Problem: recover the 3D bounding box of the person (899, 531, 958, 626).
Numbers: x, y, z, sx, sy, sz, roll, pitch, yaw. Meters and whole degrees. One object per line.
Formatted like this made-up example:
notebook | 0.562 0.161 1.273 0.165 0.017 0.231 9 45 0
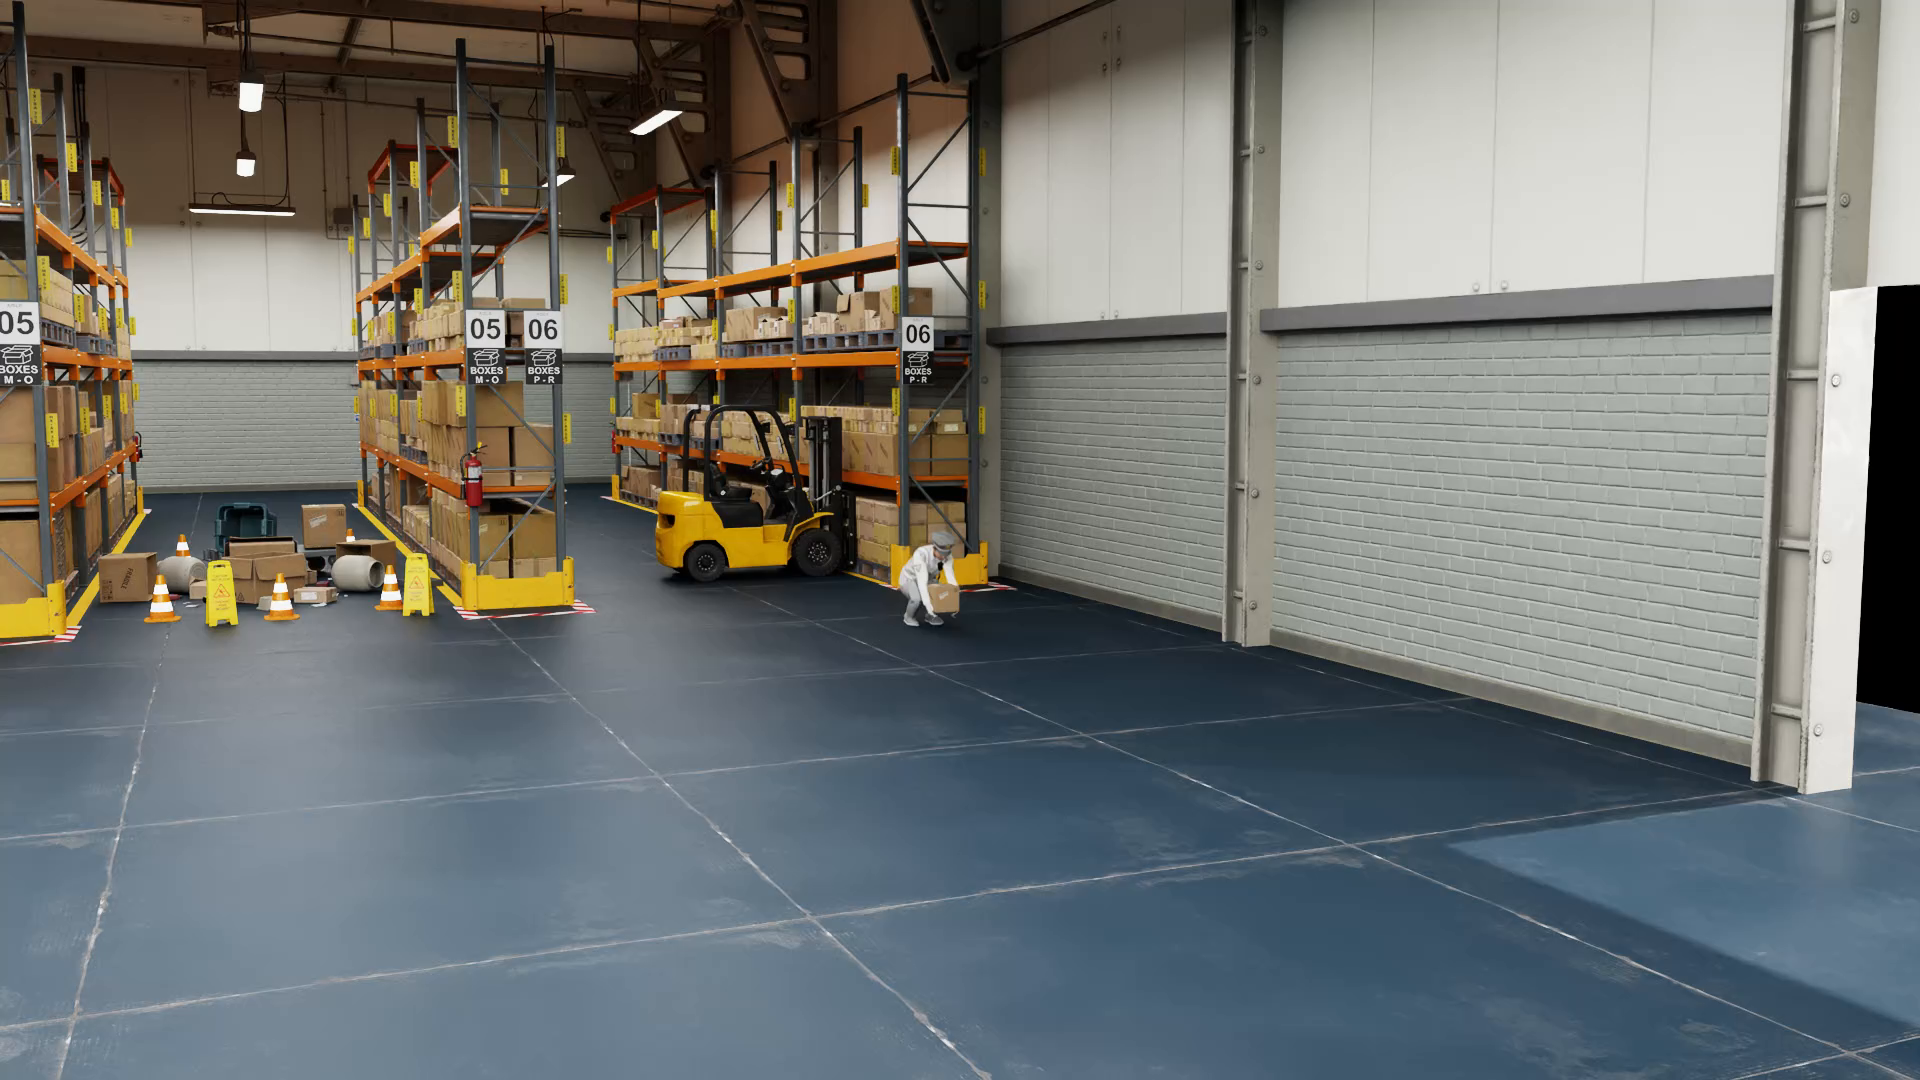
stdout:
person | -0.304 0.388 16.645 0.471 0.976 0.844 -3 6 -25
